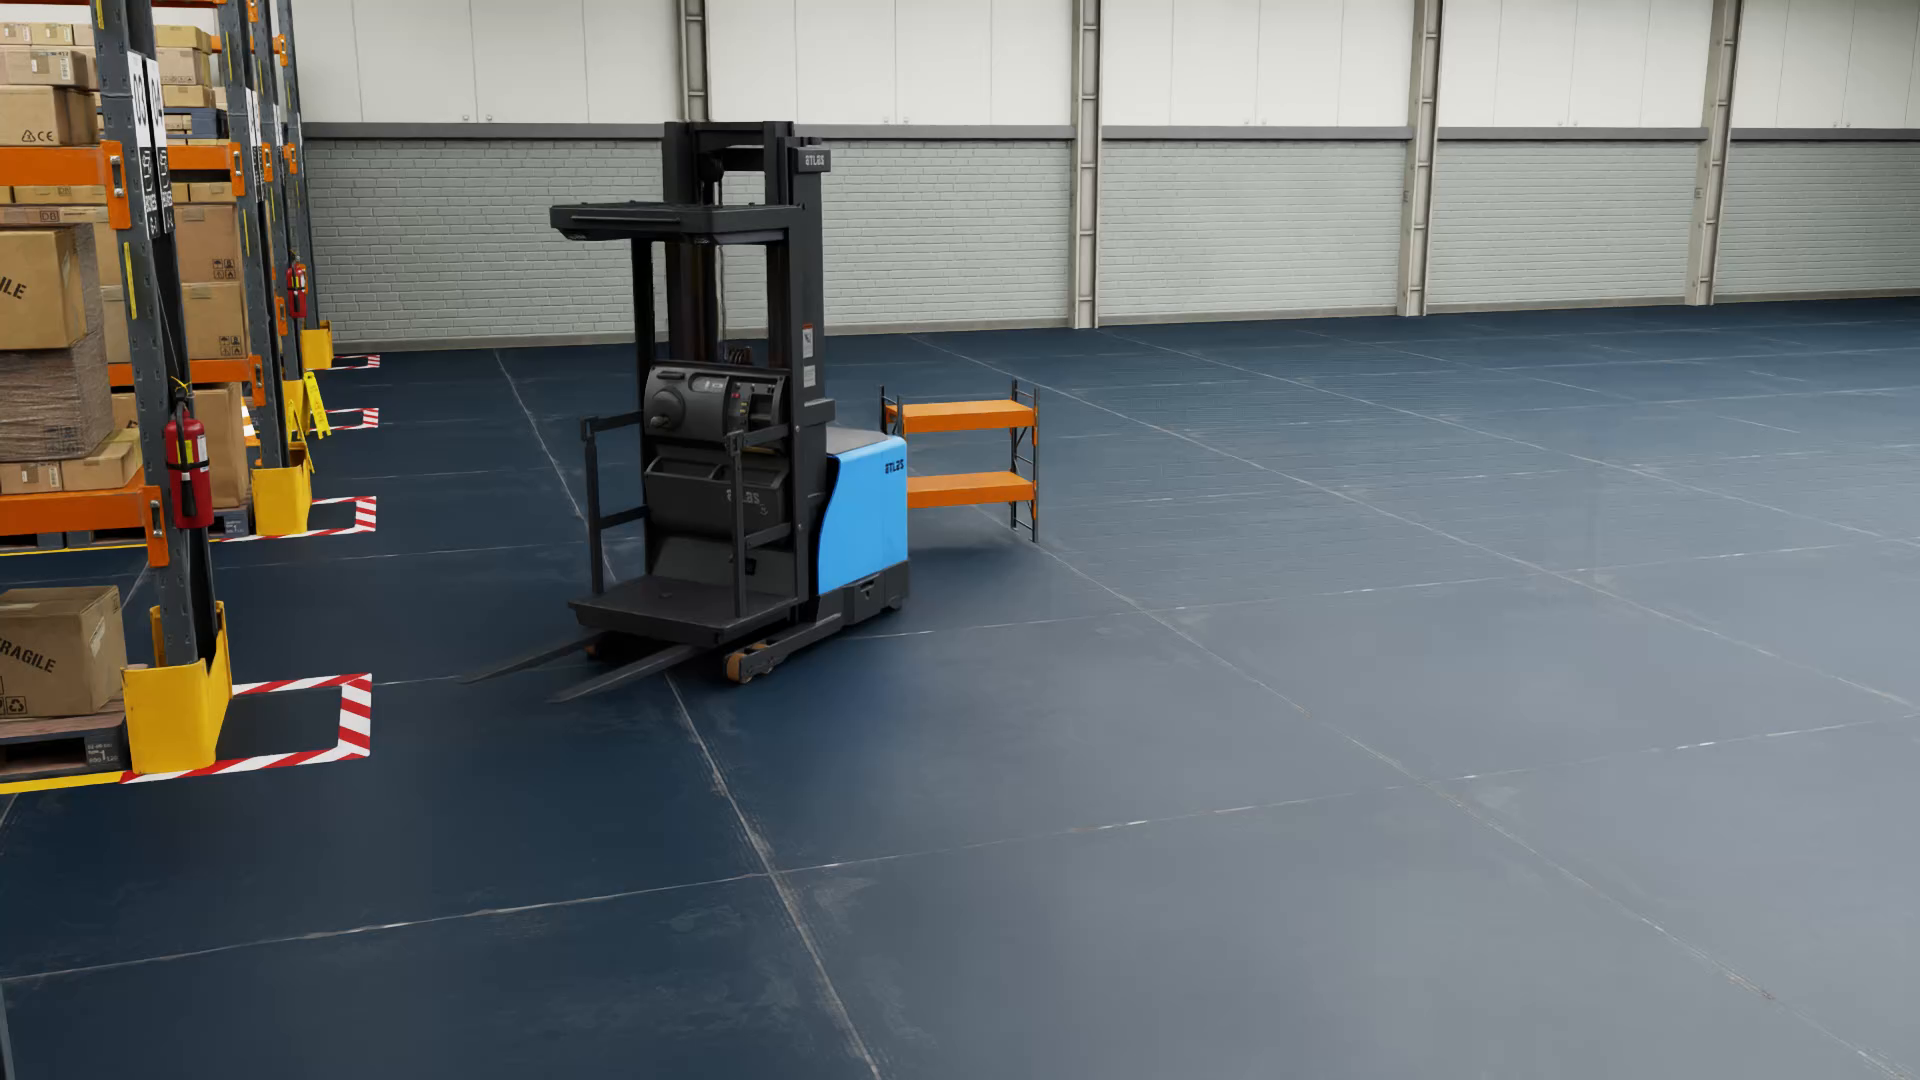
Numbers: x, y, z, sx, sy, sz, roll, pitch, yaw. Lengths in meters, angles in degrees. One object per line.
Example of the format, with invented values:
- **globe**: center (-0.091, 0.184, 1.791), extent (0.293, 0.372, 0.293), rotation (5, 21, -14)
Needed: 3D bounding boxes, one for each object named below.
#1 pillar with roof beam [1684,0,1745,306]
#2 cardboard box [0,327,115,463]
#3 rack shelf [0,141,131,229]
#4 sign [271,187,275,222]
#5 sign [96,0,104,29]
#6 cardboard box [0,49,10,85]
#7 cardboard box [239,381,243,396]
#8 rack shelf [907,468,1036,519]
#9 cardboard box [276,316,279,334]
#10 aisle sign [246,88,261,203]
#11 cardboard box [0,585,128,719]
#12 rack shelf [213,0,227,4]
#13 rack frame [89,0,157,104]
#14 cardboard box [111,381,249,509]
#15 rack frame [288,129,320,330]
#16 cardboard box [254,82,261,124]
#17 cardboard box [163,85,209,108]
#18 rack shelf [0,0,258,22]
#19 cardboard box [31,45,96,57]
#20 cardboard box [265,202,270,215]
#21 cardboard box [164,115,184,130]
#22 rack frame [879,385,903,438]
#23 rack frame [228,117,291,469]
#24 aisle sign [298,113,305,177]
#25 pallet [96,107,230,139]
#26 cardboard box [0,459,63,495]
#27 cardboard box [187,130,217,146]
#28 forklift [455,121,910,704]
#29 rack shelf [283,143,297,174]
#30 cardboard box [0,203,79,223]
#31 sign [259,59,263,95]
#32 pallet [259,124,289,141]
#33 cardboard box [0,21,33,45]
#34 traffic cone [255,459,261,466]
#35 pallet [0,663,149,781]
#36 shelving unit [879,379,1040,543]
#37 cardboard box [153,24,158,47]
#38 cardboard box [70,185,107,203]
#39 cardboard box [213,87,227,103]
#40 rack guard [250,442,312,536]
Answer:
- **pillar with roof beam**: center (14.685, -7.679, 24.980), extent (0.400, 9.000, 9.100), rotation (-4, 14, -18)
- **cardboard box**: center (-4.270, -0.684, 7.678), extent (0.500, 0.500, 0.875), rotation (-4, 14, -18)
- **rack shelf**: center (-5.636, -1.487, 6.985), extent (4.000, 0.370, 1.077), rotation (-4, 14, -18)
- **sign**: center (-6.743, -3.293, 16.318), extent (0.005, 0.325, 0.100), rotation (-4, 14, -18)
- **sign**: center (-3.582, -2.292, 6.902), extent (0.005, 0.325, 0.100), rotation (-4, 14, -18)
- **cardboard box**: center (-4.188, -2.023, 7.147), extent (0.250, 0.149, 0.380), rotation (-5, 14, -20)
- **cardboard box**: center (-7.753, -1.567, 17.281), extent (0.500, 0.250, 0.500), rotation (-5, 14, -19)
- **rack shelf**: center (-0.006, -0.309, 12.067), extent (1.000, 0.278, 0.538), rotation (-4, 14, -18)
- **cardboard box**: center (-8.849, -2.793, 21.355), extent (0.500, 0.250, 0.500), rotation (-5, 14, -19)
- **aisle sign**: center (-5.063, -2.825, 11.919), extent (0.004, 0.787, 0.394), rotation (-4, 14, -18)
- **cardboard box**: center (-4.337, 0.529, 7.932), extent (0.500, 0.500, 0.500), rotation (-2, 14, -8)
- **rack shelf**: center (-7.122, -3.847, 11.289), extent (4.000, 0.370, 1.077), rotation (-4, 14, -18)
- **rack frame**: center (-3.740, -3.444, 7.175), extent (0.127, 3.000, 1.000), rotation (-4, 14, -18)
- **cardboard box**: center (-5.848, -0.727, 12.400), extent (0.875, 0.875, 0.875), rotation (-4, 14, -18)
- **rack frame**: center (-8.487, -3.787, 21.582), extent (0.127, 3.000, 1.000), rotation (-4, 14, -18)
- **cardboard box**: center (-8.829, -5.462, 20.802), extent (0.500, 0.500, 0.500), rotation (-4, 14, -16)
- **cardboard box**: center (-5.433, -3.112, 11.680), extent (0.250, 0.149, 0.380), rotation (-4, 14, -18)
- **rack shelf**: center (-8.796, -5.118, 15.776), extent (4.000, 0.370, 1.077), rotation (-4, 14, -18)
- **cardboard box**: center (-6.075, -3.270, 11.486), extent (0.500, 0.250, 0.500), rotation (-4, 14, -18)
- **cardboard box**: center (-8.760, -4.223, 21.156), extent (0.250, 0.149, 0.380), rotation (-4, 14, -18)
- **cardboard box**: center (-7.781, -4.099, 16.093), extent (0.500, 0.250, 0.500), rotation (-5, 14, -19)
- **rack frame**: center (-0.488, -0.509, 11.853), extent (0.032, 1.125, 0.500), rotation (-4, 14, -18)
- **rack frame**: center (-5.226, -1.621, 12.474), extent (0.127, 3.000, 1.000), rotation (-4, 14, -18)
- **aisle sign**: center (-8.331, -4.992, 21.031), extent (0.004, 0.787, 0.394), rotation (-4, 14, -18)
- **pallet**: center (-5.926, -2.980, 11.897), extent (1.213, 0.211, 1.003), rotation (-4, 14, -18)
- **cardboard box**: center (-4.181, -0.319, 7.543), extent (0.250, 0.149, 0.380), rotation (-4, 14, -18)
- **cardboard box**: center (-7.375, -3.923, 16.213), extent (0.250, 0.149, 0.380), rotation (-4, 14, -18)
- **forklift**: center (-1.471, -0.776, 9.070), extent (1.130, 2.935, 3.031), rotation (7, 15, 28)
- **rack shelf**: center (-10.383, -4.749, 20.698), extent (4.000, 0.370, 1.077), rotation (-4, 14, -18)
- **cardboard box**: center (-6.656, -2.128, 11.948), extent (0.550, 0.550, 0.875), rotation (-4, 14, -18)
- **sign**: center (-6.743, -4.466, 16.039), extent (0.005, 0.325, 0.100), rotation (-4, 14, -18)
- **pallet**: center (-9.166, -5.157, 21.050), extent (1.213, 0.211, 1.003), rotation (-4, 14, -18)
- **cardboard box**: center (-6.399, -3.425, 11.272), extent (0.250, 0.149, 0.380), rotation (-4, 14, -18)
- **traffic cone**: center (-6.221, -0.932, 15.060), extent (0.334, 0.463, 0.336), rotation (-4, 14, -18)
- **pallet**: center (-4.593, 0.889, 7.949), extent (1.213, 0.211, 1.003), rotation (-4, 14, -18)
- **shelving unit**: center (-0.006, -0.547, 12.011), extent (1.048, 1.125, 0.538), rotation (-4, 14, -18)
- **cardboard box**: center (-5.674, -3.481, 11.510), extent (0.250, 0.149, 0.380), rotation (-4, 14, -18)
- **cardboard box**: center (-8.248, -3.197, 16.082), extent (0.500, 0.500, 0.700), rotation (-5, 14, -19)
- **cardboard box**: center (-7.127, -4.334, 16.219), extent (0.250, 0.149, 0.380), rotation (-4, 14, -18)
- **rack guard**: center (-5.203, -0.406, 12.771), extent (0.348, 0.500, 1.175), rotation (-4, 14, -18)
